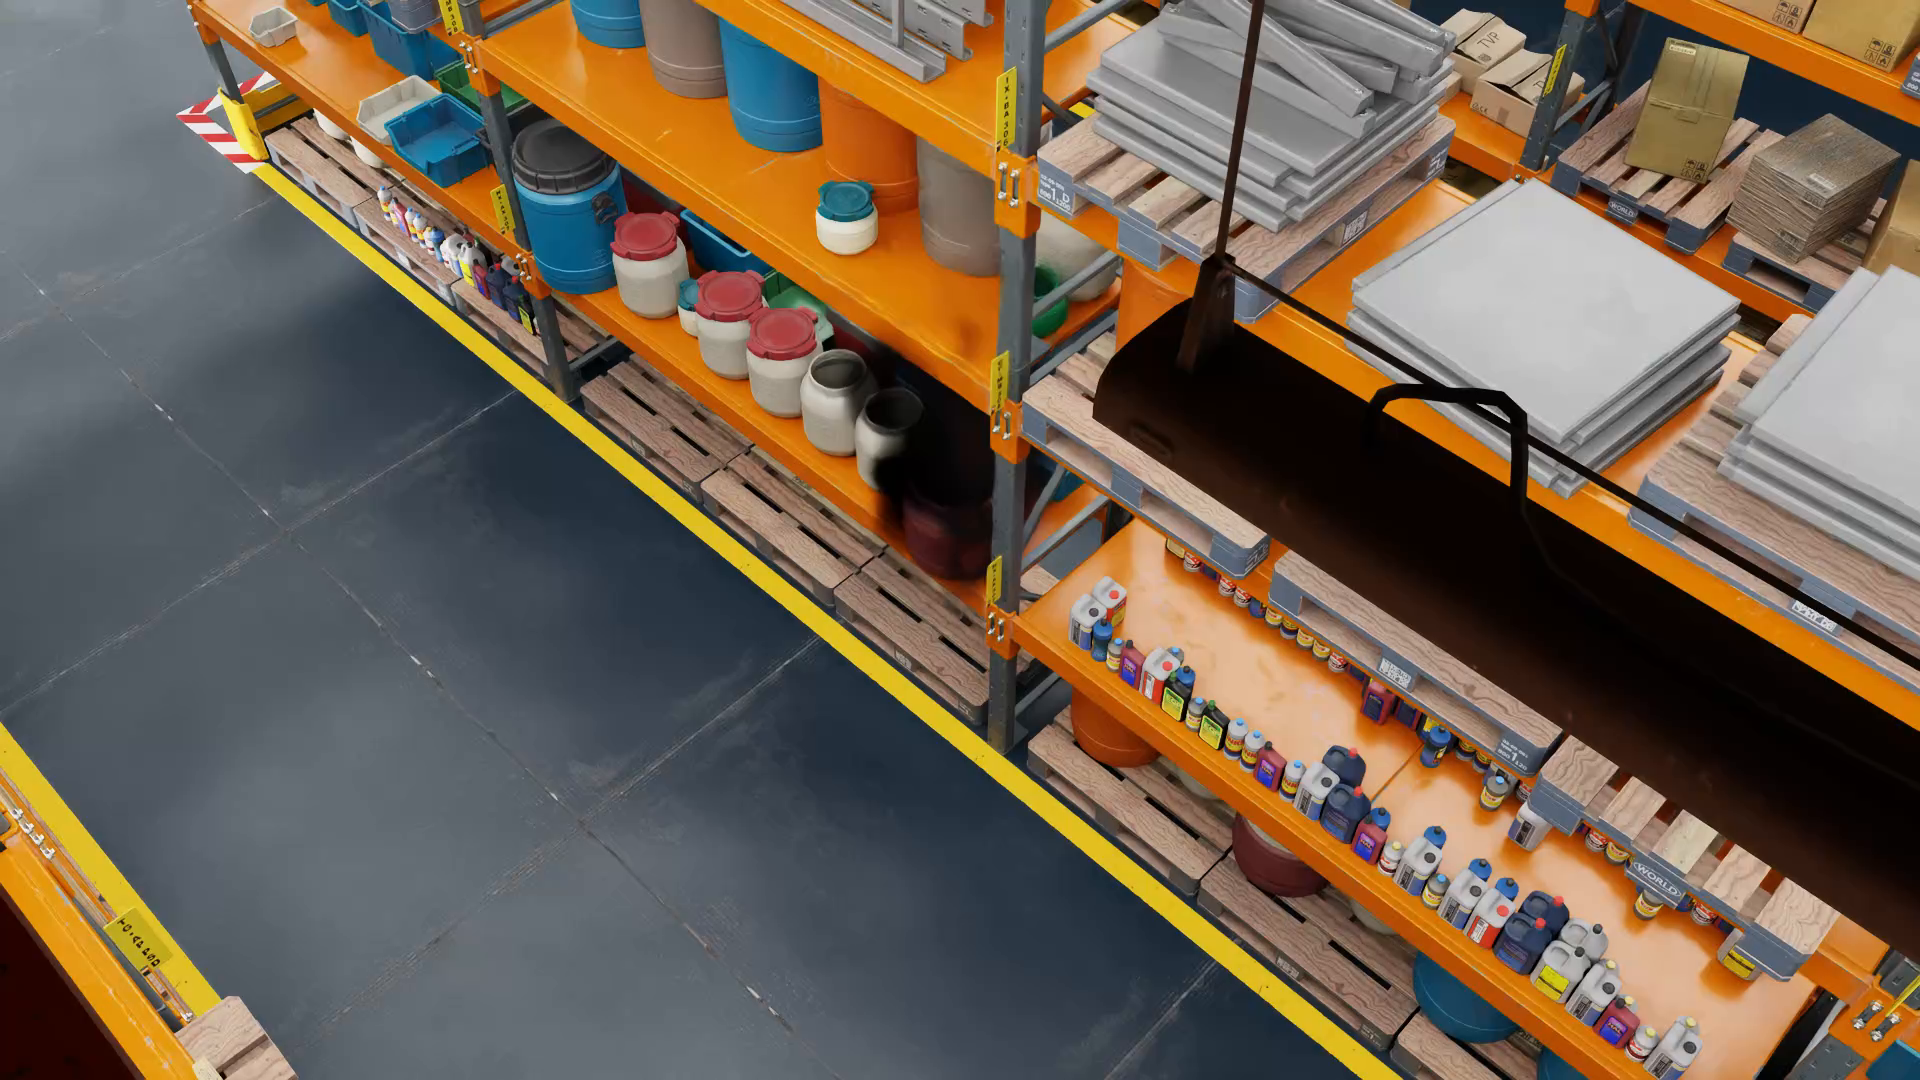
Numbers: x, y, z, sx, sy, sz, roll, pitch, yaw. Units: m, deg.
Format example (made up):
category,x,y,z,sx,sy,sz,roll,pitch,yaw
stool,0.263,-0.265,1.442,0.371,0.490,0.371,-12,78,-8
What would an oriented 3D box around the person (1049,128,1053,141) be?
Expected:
category,x,y,z,sx,sy,sz,roll,pitch,yaw
person,0.363,-2.027,10.613,0.779,1.696,0.624,34,58,25
